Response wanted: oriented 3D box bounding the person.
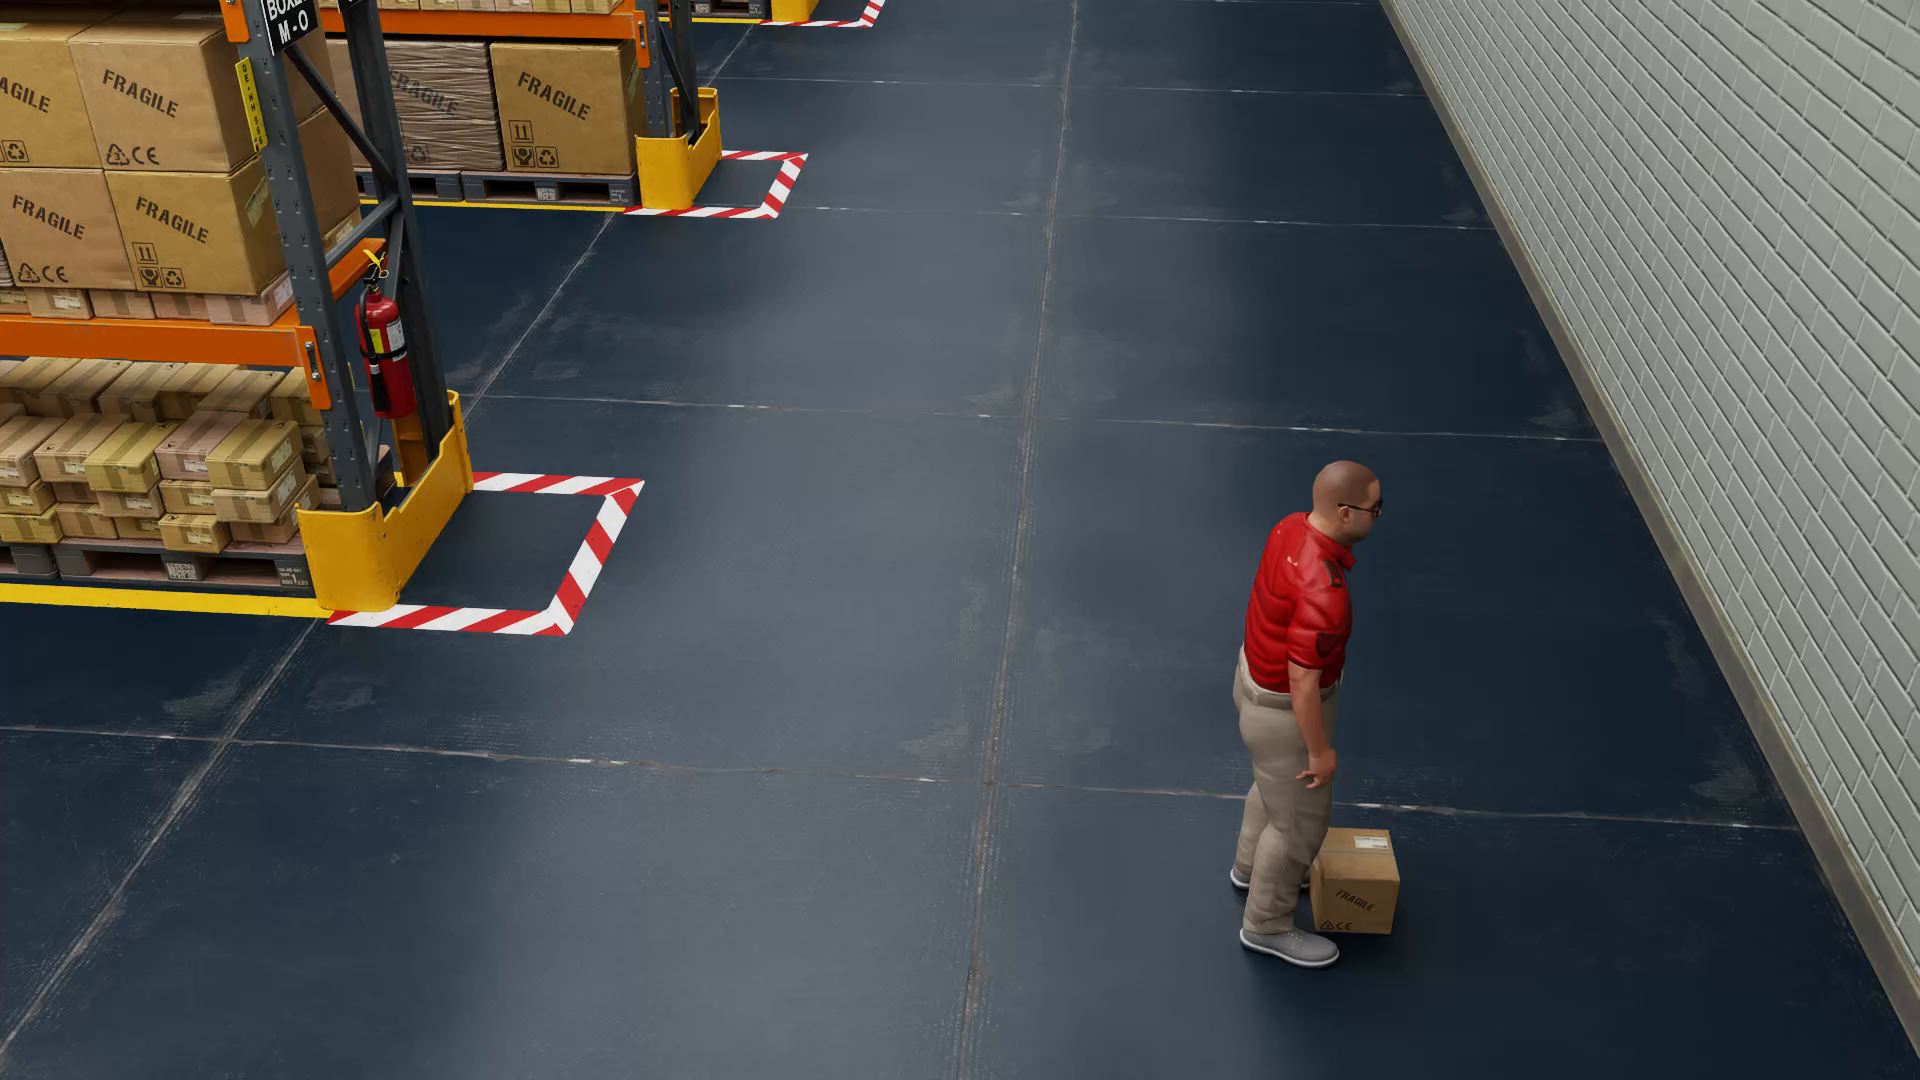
[{"bbox_3d":[1.079,0.527,5.297,0.394,1.726,0.604,1,32,1],"label":"person"}]
